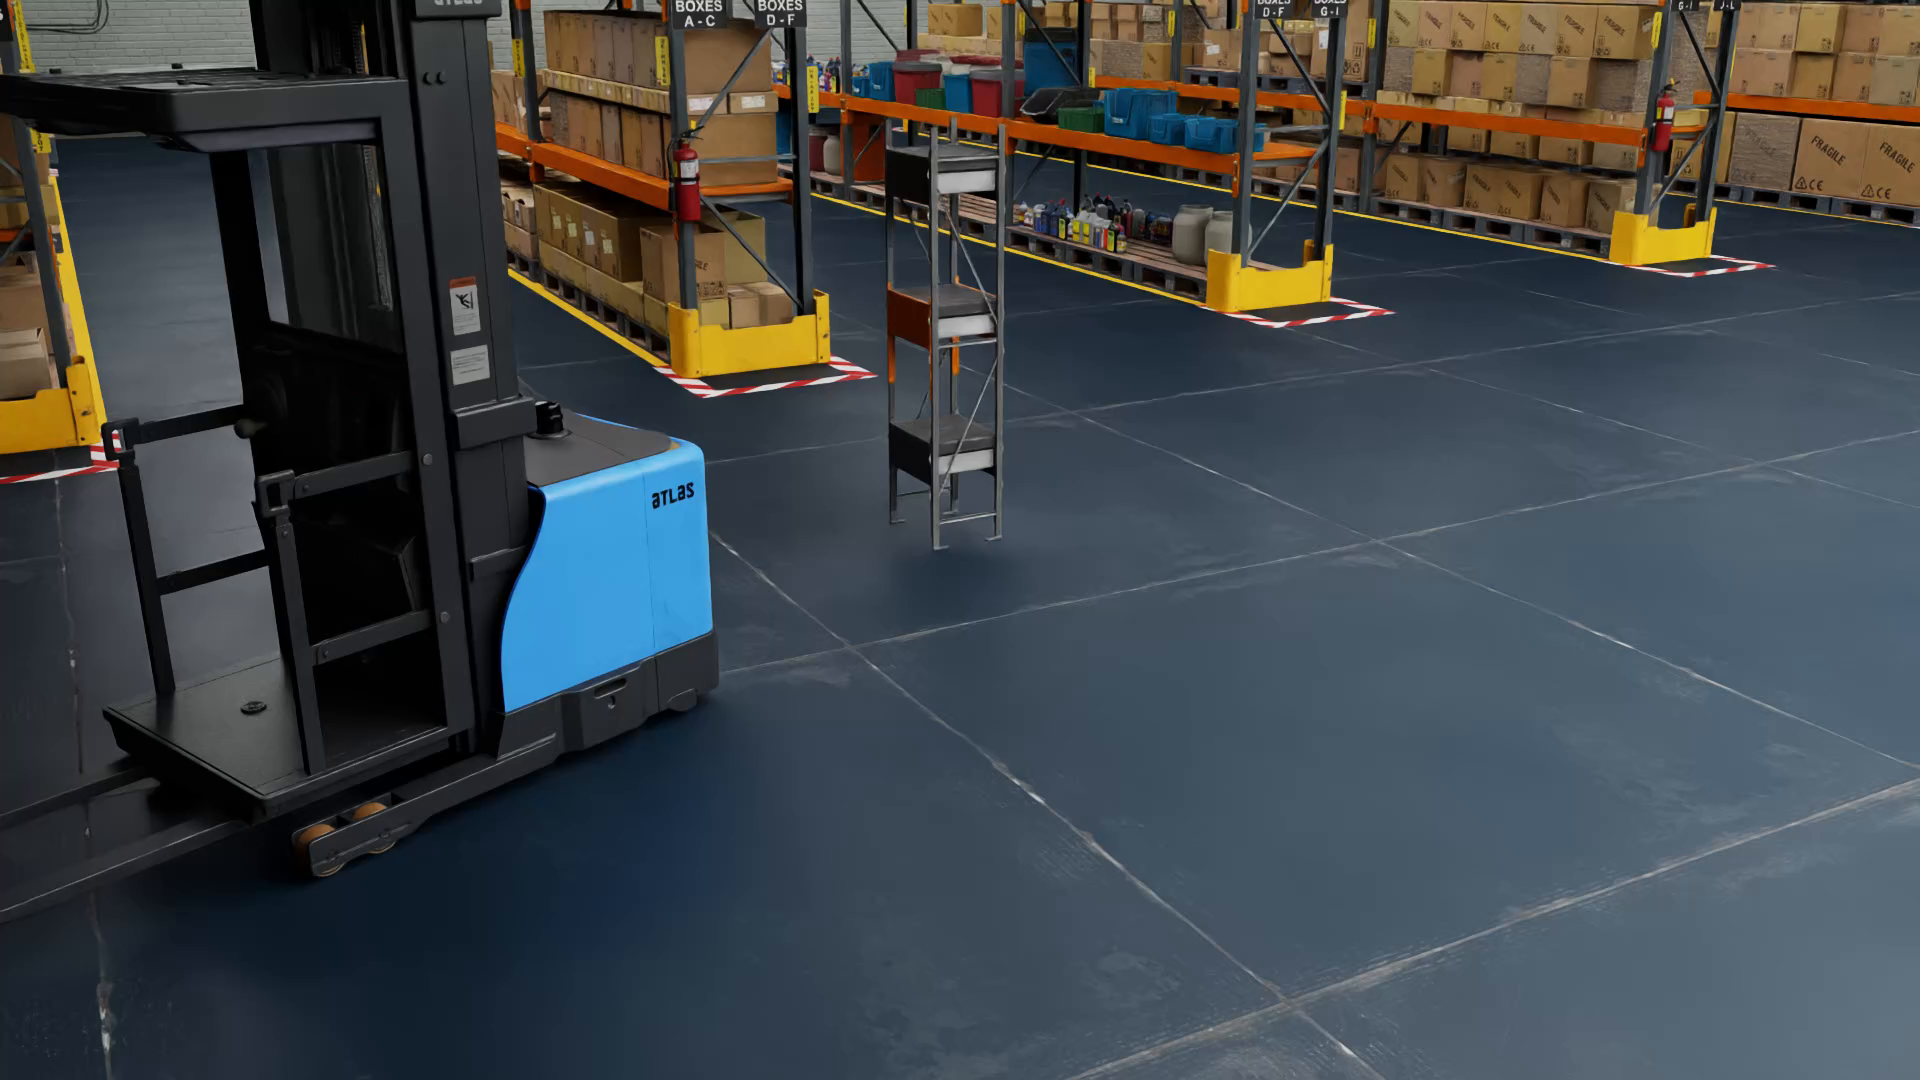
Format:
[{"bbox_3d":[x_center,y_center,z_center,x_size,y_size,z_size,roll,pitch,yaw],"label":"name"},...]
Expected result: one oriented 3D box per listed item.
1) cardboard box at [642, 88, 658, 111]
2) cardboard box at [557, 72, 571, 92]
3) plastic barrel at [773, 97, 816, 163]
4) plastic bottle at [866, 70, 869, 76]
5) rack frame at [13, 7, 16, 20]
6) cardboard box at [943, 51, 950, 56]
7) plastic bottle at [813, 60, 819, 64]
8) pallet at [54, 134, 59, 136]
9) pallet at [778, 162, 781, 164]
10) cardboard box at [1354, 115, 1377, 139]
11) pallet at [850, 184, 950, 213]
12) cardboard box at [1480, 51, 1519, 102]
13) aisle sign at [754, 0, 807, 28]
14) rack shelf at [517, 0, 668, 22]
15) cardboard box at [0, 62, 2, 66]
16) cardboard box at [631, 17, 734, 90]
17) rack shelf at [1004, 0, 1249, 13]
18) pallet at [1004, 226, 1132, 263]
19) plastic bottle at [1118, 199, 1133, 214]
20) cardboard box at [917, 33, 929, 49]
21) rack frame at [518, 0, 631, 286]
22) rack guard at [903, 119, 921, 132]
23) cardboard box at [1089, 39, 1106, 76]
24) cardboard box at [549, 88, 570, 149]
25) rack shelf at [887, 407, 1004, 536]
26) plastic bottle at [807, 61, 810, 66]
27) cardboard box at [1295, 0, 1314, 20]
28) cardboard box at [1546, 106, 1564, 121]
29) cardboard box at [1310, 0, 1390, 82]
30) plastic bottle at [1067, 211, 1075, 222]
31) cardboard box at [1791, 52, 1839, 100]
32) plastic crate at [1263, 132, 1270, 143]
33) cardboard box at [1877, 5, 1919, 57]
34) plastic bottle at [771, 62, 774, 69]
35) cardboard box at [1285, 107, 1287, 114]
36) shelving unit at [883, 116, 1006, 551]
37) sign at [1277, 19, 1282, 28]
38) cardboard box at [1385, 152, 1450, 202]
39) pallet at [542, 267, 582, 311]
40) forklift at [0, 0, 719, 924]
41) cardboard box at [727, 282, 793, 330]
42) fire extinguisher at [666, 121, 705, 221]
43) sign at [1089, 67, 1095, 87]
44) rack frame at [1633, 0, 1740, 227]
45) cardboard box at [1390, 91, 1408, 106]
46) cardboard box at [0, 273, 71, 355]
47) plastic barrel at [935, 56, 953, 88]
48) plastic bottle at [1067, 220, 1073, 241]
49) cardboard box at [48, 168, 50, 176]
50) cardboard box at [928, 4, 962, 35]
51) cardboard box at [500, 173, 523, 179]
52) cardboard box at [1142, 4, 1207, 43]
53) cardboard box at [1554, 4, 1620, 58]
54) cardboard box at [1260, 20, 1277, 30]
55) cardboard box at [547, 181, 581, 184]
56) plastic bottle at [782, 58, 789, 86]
[{"bbox_3d":[-2.159,-3.308,12.472,0.380,0.149,0.250,-10,22,-27],"label":"cardboard box"},{"bbox_3d":[-3.261,-3.975,14.405,0.380,0.149,0.250,-11,22,-28],"label":"cardboard box"},{"bbox_3d":[-2.320,-5.781,23.360,0.600,0.901,0.708,-10,21,-27],"label":"plastic barrel"},{"bbox_3d":[-1.141,-6.037,21.718,0.152,0.276,0.135,-10,21,-27],"label":"plastic bottle"},{"bbox_3d":[-13.518,-6.551,23.017,1.000,3.000,0.127,-10,21,-27],"label":"rack frame"},{"bbox_3d":[-0.072,-8.286,28.430,0.380,0.149,0.250,-10,22,-28],"label":"cardboard box"},{"bbox_3d":[-2.015,-6.565,23.250,0.152,0.276,0.135,-10,21,-27],"label":"plastic bottle"},{"bbox_3d":[-9.287,-3.975,15.847,1.213,0.211,1.003,-10,21,-27],"label":"pallet"},{"bbox_3d":[-2.570,-5.391,23.930,1.003,0.211,1.213,-10,21,-27],"label":"pallet"},{"bbox_3d":[6.721,-6.759,26.810,0.500,0.500,0.500,-11,22,-29],"label":"cardboard box"},{"bbox_3d":[-0.667,-4.242,20.601,1.003,0.211,1.213,-10,21,-27],"label":"pallet"},{"bbox_3d":[6.151,-5.030,18.000,0.875,0.500,0.500,-10,21,-27],"label":"cardboard box"},{"bbox_3d":[-1.262,-3.983,11.591,0.394,0.787,0.004,-10,21,-27],"label":"aisle sign"},{"bbox_3d":[-2.512,-4.378,13.224,1.077,0.370,4.000,-10,21,-27],"label":"rack shelf"},{"bbox_3d":[-8.631,-3.858,14.386,0.700,0.500,0.500,-7,20,-19],"label":"cardboard box"},{"bbox_3d":[-2.052,-3.688,12.578,0.700,0.500,0.500,-11,22,-28],"label":"cardboard box"},{"bbox_3d":[1.849,-5.144,15.445,1.077,0.370,4.000,-10,21,-27],"label":"rack shelf"},{"bbox_3d":[1.181,-3.123,17.358,1.003,0.211,1.213,-10,21,-27],"label":"pallet"},{"bbox_3d":[1.703,-3.308,17.006,0.144,0.351,0.185,-10,21,-27],"label":"plastic bottle"},{"bbox_3d":[-0.450,-8.742,29.142,0.500,0.250,0.500,-11,22,-28],"label":"cardboard box"},{"bbox_3d":[-3.462,-3.874,15.260,1.000,3.000,0.127,-10,21,-27],"label":"rack frame"},{"bbox_3d":[-0.452,-7.678,30.115,1.175,0.500,0.348,-10,21,-27],"label":"rack guard"},{"bbox_3d":[2.184,-7.145,24.586,0.500,0.500,0.500,-10,21,-26],"label":"cardboard box"},{"bbox_3d":[-3.246,-3.795,14.878,0.700,0.500,0.500,-11,22,-28],"label":"cardboard box"},{"bbox_3d":[-0.079,-0.365,8.659,0.431,0.518,0.480,-10,21,-27],"label":"rack shelf"},{"bbox_3d":[-2.116,-6.539,23.179,0.097,0.271,0.097,0,19,0],"label":"plastic bottle"},{"bbox_3d":[5.872,-9.271,28.758,0.500,0.500,0.500,-9,21,-25],"label":"cardboard box"},{"bbox_3d":[6.371,-4.478,17.396,0.380,0.149,0.250,-10,21,-27],"label":"cardboard box"},{"bbox_3d":[5.004,-6.139,20.261,1.000,1.000,1.000,-10,21,-26],"label":"cardboard box"},{"bbox_3d":[1.110,-3.172,16.733,0.097,0.271,0.097,0,19,0],"label":"plastic bottle"},{"bbox_3d":[10.631,-5.649,20.175,0.875,0.550,0.500,-10,21,-27],"label":"cardboard box"},{"bbox_3d":[2.657,-3.674,15.085,0.298,0.136,0.250,-10,21,-27],"label":"plastic crate"},{"bbox_3d":[11.086,-5.836,19.060,0.875,0.550,0.550,-10,21,-27],"label":"cardboard box"},{"bbox_3d":[-2.575,-6.421,22.830,0.152,0.276,0.135,-10,21,-27],"label":"plastic bottle"},{"bbox_3d":[5.783,-7.647,29.465,0.380,0.149,0.250,-10,21,-26],"label":"cardboard box"},{"bbox_3d":[-0.079,-1.040,8.427,0.431,2.100,0.503,-10,21,-27],"label":"shelving unit"},{"bbox_3d":[5.398,-8.766,28.110,0.100,0.325,0.005,-10,21,-27],"label":"sign"},{"bbox_3d":[5.413,-4.303,19.692,0.500,0.500,0.500,-11,22,-28],"label":"cardboard box"},{"bbox_3d":[-3.121,-2.321,15.035,1.003,0.211,1.213,-10,21,-27],"label":"pallet"},{"bbox_3d":[-2.295,-0.468,5.494,1.130,2.935,3.031,15,24,37],"label":"forklift"},{"bbox_3d":[-1.621,-1.813,12.858,0.500,0.250,0.500,-10,21,-27],"label":"cardboard box"},{"bbox_3d":[-1.915,-2.583,11.638,0.296,0.674,0.183,-10,21,-27],"label":"fire extinguisher"},{"bbox_3d":[1.389,-4.853,17.673,0.100,0.325,0.005,-10,21,-27],"label":"sign"},{"bbox_3d":[7.158,-4.259,16.376,1.000,3.000,0.127,-10,21,-27],"label":"rack frame"},{"bbox_3d":[5.203,-5.107,19.217,0.380,0.149,0.250,-10,21,-27],"label":"cardboard box"},{"bbox_3d":[-6.745,-1.578,11.765,0.700,0.500,0.500,-12,22,-30],"label":"cardboard box"},{"bbox_3d":[-0.124,-5.458,19.680,0.421,0.512,0.421,0,19,0],"label":"plastic barrel"},{"bbox_3d":[1.121,-3.090,16.604,0.097,0.201,0.097,0,19,0],"label":"plastic bottle"},{"bbox_3d":[-6.368,-2.379,11.127,0.500,0.250,0.500,-10,22,-28],"label":"cardboard box"},{"bbox_3d":[-0.212,-8.953,28.604,0.500,0.500,0.500,-11,22,-28],"label":"cardboard box"},{"bbox_3d":[-4.874,-3.694,17.450,0.500,0.311,0.500,-11,22,-28],"label":"cardboard box"},{"bbox_3d":[3.026,-7.290,23.467,0.797,0.503,0.637,-9,21,-25],"label":"cardboard box"},{"bbox_3d":[6.436,-5.182,16.908,0.500,0.500,0.500,-10,21,-27],"label":"cardboard box"},{"bbox_3d":[5.394,-8.726,28.712,0.500,0.500,0.500,-10,21,-27],"label":"cardboard box"},{"bbox_3d":[-3.919,-3.488,16.853,0.500,0.311,0.500,-11,22,-28],"label":"cardboard box"},{"bbox_3d":[-2.301,-6.287,22.328,0.144,0.351,0.185,-10,21,-27],"label":"plastic bottle"}]
